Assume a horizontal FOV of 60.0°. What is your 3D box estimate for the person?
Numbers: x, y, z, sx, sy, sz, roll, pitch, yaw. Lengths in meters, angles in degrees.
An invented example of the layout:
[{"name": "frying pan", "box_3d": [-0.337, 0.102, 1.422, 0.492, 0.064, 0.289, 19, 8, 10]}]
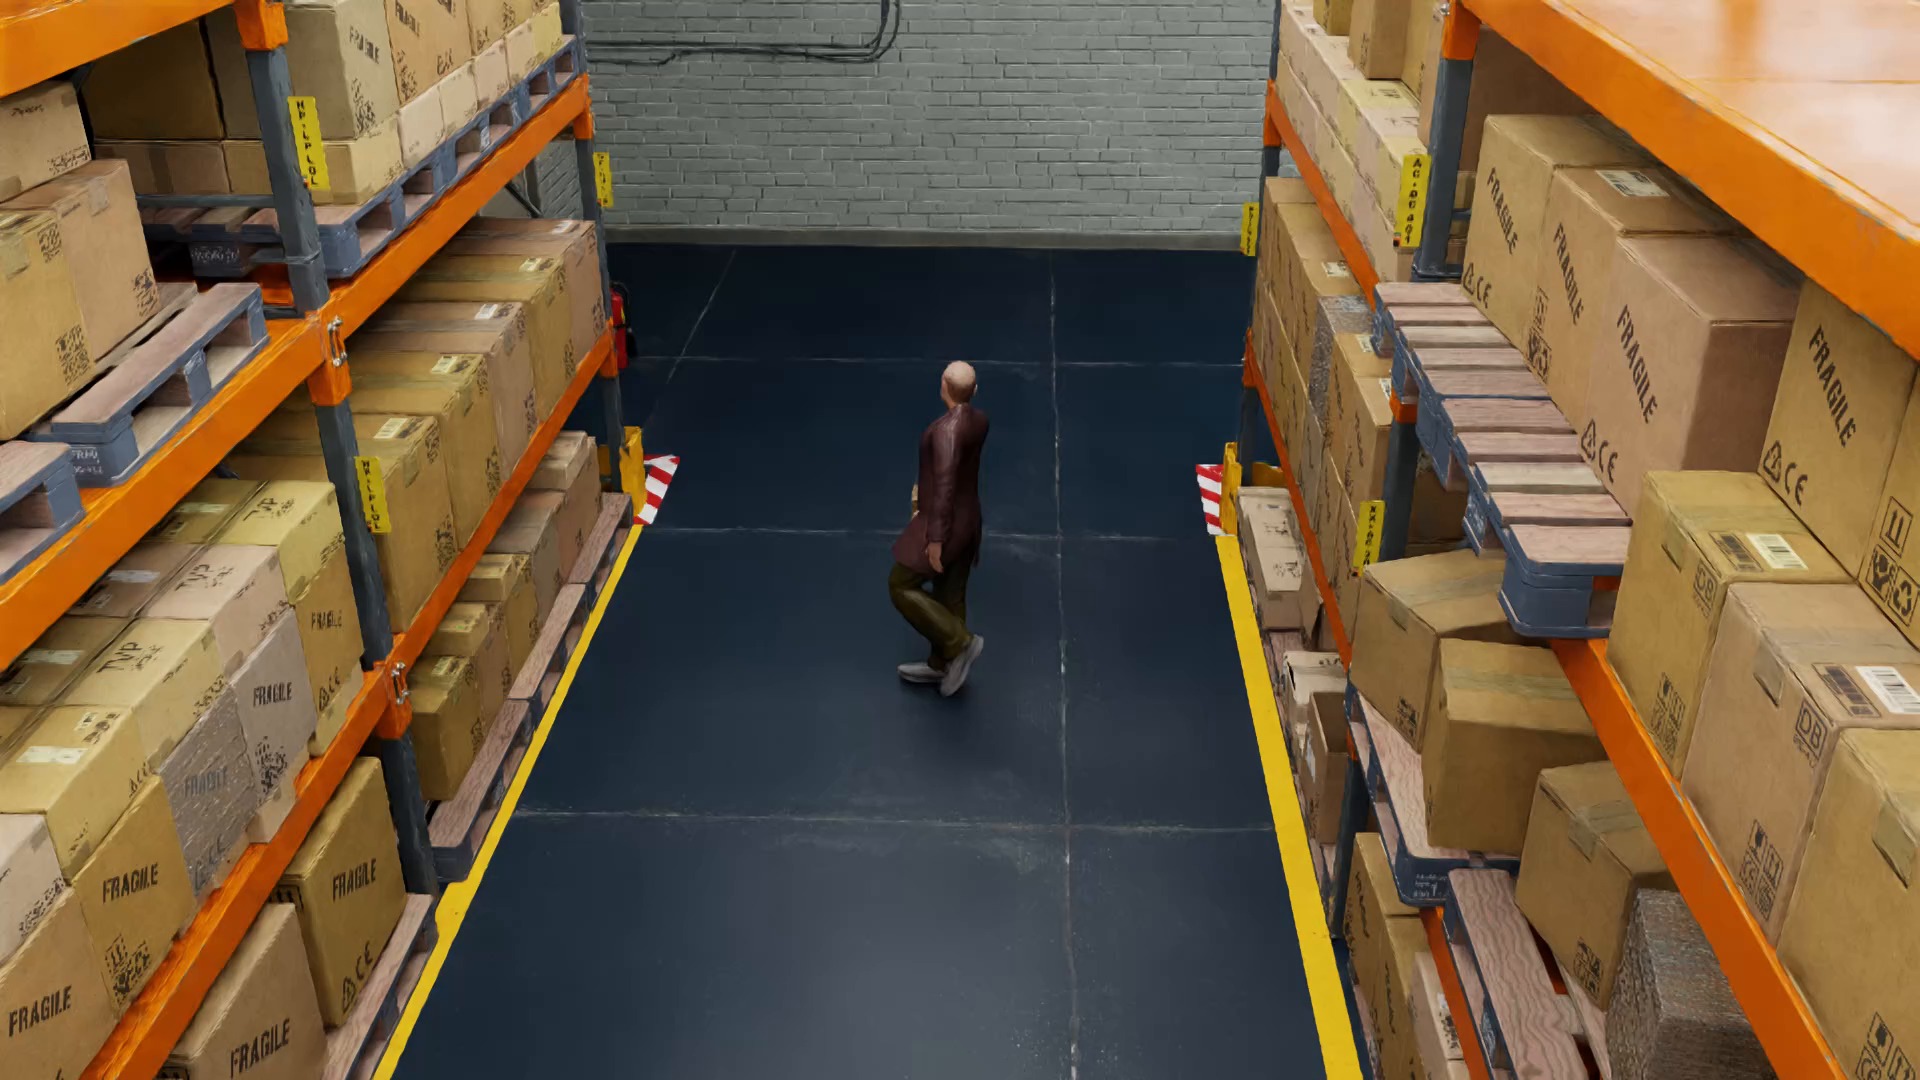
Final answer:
[{"name": "person", "box_3d": [-0.049, -0.063, 8.758, 0.556, 1.737, 0.717, 12, 30, 22]}]
